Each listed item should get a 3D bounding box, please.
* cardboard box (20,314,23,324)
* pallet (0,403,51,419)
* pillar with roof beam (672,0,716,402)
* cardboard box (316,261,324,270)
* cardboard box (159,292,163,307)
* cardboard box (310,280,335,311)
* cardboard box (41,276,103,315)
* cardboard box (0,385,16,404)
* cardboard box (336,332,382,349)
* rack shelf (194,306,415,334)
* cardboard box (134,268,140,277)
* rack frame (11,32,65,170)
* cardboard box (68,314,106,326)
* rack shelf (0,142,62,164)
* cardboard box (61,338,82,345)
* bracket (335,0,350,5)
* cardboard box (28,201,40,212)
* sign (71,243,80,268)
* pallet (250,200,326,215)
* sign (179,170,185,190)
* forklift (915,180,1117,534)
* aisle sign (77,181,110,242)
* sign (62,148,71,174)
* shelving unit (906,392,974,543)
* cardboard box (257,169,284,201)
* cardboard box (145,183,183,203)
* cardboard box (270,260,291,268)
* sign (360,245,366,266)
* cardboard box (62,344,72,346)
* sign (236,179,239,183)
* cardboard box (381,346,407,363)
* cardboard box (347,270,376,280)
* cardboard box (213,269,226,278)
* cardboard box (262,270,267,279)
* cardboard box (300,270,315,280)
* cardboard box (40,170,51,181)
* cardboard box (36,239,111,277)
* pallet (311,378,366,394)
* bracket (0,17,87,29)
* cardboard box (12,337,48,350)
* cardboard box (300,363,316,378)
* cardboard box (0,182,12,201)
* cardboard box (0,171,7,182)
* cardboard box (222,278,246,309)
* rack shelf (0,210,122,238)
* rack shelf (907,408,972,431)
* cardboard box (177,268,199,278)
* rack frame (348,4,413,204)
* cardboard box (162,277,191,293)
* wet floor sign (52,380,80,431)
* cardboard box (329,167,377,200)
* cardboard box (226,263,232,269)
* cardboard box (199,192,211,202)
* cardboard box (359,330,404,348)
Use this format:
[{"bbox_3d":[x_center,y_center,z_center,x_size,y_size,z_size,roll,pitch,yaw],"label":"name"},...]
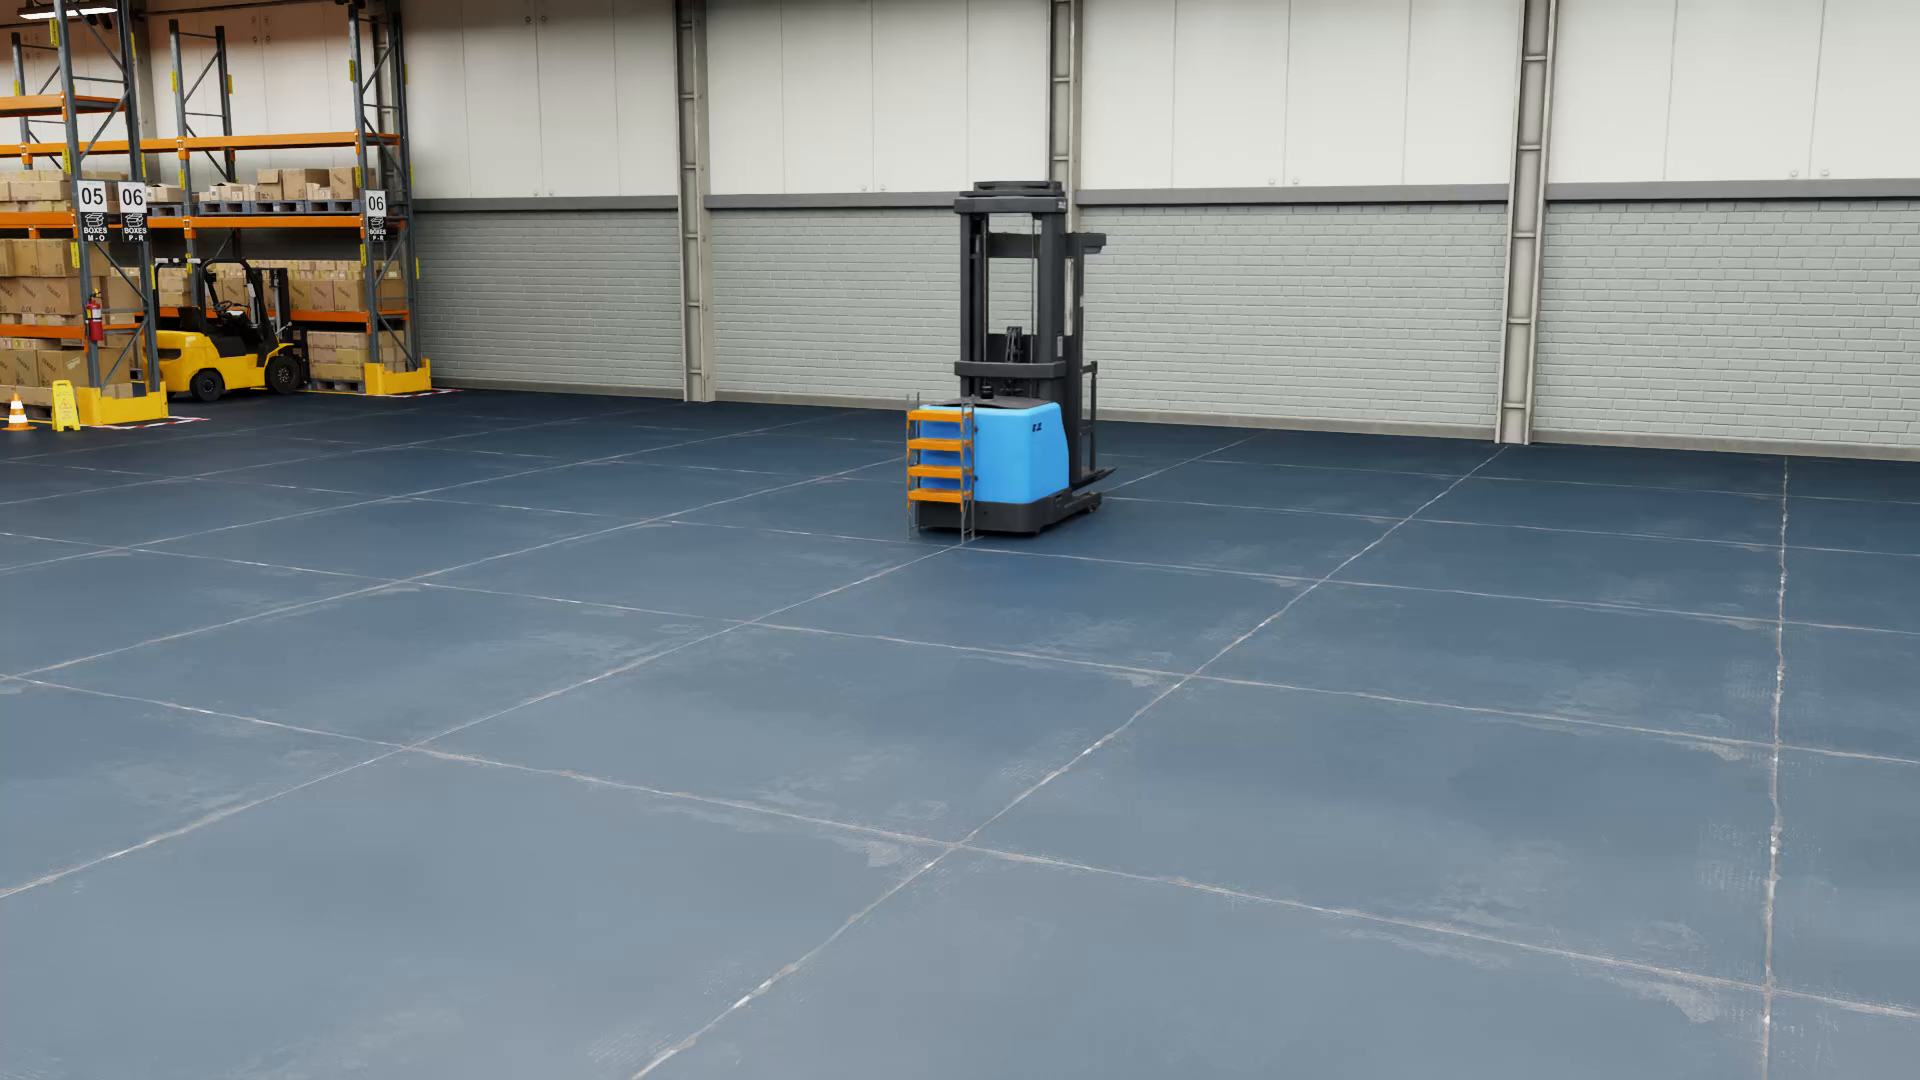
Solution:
[{"bbox_3d":[-12.682,-3.054,22.886,0.250,0.149,0.380,5,11,27],"label":"cardboard box"},{"bbox_3d":[-13.214,-1.898,23.624,1.213,0.211,1.003,5,11,26],"label":"pallet"},{"bbox_3d":[-5.900,-5.882,20.960,0.400,9.000,9.100,5,11,26],"label":"pillar with roof beam"},{"bbox_3d":[-10.236,-4.463,27.028,0.250,0.149,0.380,5,11,26],"label":"cardboard box"},{"bbox_3d":[-13.758,-4.169,28.765,0.500,0.250,0.500,5,11,25],"label":"cardboard box"},{"bbox_3d":[-10.169,-3.980,27.015,0.500,0.500,0.500,5,12,28],"label":"cardboard box"},{"bbox_3d":[-11.952,-3.292,22.383,0.500,0.500,0.500,5,11,25],"label":"cardboard box"},{"bbox_3d":[-13.120,-2.055,23.203,0.500,0.250,0.500,5,11,24],"label":"cardboard box"},{"bbox_3d":[-9.701,-3.223,26.851,0.500,0.250,0.500,5,12,28],"label":"cardboard box"},{"bbox_3d":[-10.944,-3.695,27.742,4.000,0.370,1.077,5,11,26],"label":"rack shelf"},{"bbox_3d":[-14.079,-4.642,28.851,0.250,0.149,0.380,5,11,24],"label":"cardboard box"},{"bbox_3d":[-16.324,-7.474,29.756,0.127,3.000,1.000,5,11,26],"label":"rack frame"},{"bbox_3d":[-11.773,-2.970,22.422,0.250,0.149,0.380,5,12,28],"label":"cardboard box"},{"bbox_3d":[-18.118,-7.080,30.727,4.000,0.370,1.077,5,11,26],"label":"rack shelf"},{"bbox_3d":[-15.771,-3.508,30.181,0.625,0.625,0.875,5,12,28],"label":"cardboard box"},{"bbox_3d":[-9.905,-8.789,26.919,0.430,0.232,0.235,5,11,26],"label":"bracket"},{"bbox_3d":[-12.248,-4.475,22.315,0.250,0.149,0.380,5,12,28],"label":"cardboard box"},{"bbox_3d":[-11.607,-3.736,21.813,0.005,0.325,0.100,5,11,26],"label":"sign"},{"bbox_3d":[-10.871,-5.479,27.409,1.213,0.211,1.003,5,11,26],"label":"pallet"},{"bbox_3d":[-12.969,-6.004,27.725,0.005,0.325,0.100,5,11,26],"label":"sign"},{"bbox_3d":[0.655,-1.711,14.957,1.130,2.935,3.031,4,11,22],"label":"forklift"},{"bbox_3d":[-11.416,-4.326,21.911,0.004,0.787,0.394,5,11,26],"label":"aisle sign"},{"bbox_3d":[-11.607,-4.923,21.599,0.005,0.325,0.100,5,11,26],"label":"sign"},{"bbox_3d":[-0.160,-0.599,13.671,0.503,1.200,0.258,4,11,22],"label":"shelving unit"},{"bbox_3d":[-11.037,-5.819,27.285,0.637,0.503,0.797,5,12,28],"label":"cardboard box"},{"bbox_3d":[-13.494,-5.912,28.344,0.500,0.311,0.500,5,11,24],"label":"cardboard box"},{"bbox_3d":[-11.161,-4.543,27.472,0.250,0.149,0.380,5,11,26],"label":"cardboard box"},{"bbox_3d":[-9.403,-4.492,26.210,0.005,0.325,0.100,5,11,26],"label":"sign"},{"bbox_3d":[-12.883,-2.512,23.621,0.500,0.500,0.500,5,12,27],"label":"cardboard box"},{"bbox_3d":[-12.493,-6.064,28.719,0.005,0.325,0.100,5,11,26],"label":"sign"},{"bbox_3d":[-9.480,-3.061,27.358,0.500,0.250,0.500,5,12,27],"label":"cardboard box"},{"bbox_3d":[-9.585,-4.242,26.644,0.250,0.149,0.380,5,11,27],"label":"cardboard box"},{"bbox_3d":[-12.335,-4.487,28.000,0.250,0.149,0.380,5,12,27],"label":"cardboard box"},{"bbox_3d":[-11.433,-4.402,27.529,0.250,0.149,0.380,5,11,24],"label":"cardboard box"},{"bbox_3d":[-10.511,-4.323,27.089,0.250,0.149,0.380,5,11,24],"label":"cardboard box"},{"bbox_3d":[-11.991,-4.849,22.143,0.250,0.149,0.380,5,12,27],"label":"cardboard box"},{"bbox_3d":[-11.898,-3.791,22.331,0.500,0.500,0.700,5,11,24],"label":"cardboard box"},{"bbox_3d":[-9.854,-2.573,27.352,1.213,0.211,1.003,5,11,26],"label":"pallet"},{"bbox_3d":[-17.596,-9.465,30.653,4.783,0.066,0.076,5,11,26],"label":"bracket"},{"bbox_3d":[-12.760,-2.700,22.840,0.250,0.149,0.380,5,12,27],"label":"cardboard box"},{"bbox_3d":[-10.598,-2.813,27.391,0.500,0.250,0.500,5,11,26],"label":"cardboard box"},{"bbox_3d":[-12.839,-4.724,22.572,0.500,0.250,0.500,5,12,27],"label":"cardboard box"},{"bbox_3d":[-12.872,-4.939,22.644,0.250,0.149,0.380,5,11,24],"label":"cardboard box"},{"bbox_3d":[-11.980,-4.140,27.904,0.500,0.500,0.500,5,12,27],"label":"cardboard box"},{"bbox_3d":[-13.137,-4.378,23.093,4.000,0.370,1.077,5,11,26],"label":"rack shelf"},{"bbox_3d":[-0.160,-0.986,13.601,0.480,0.148,0.258,4,11,22],"label":"rack shelf"},{"bbox_3d":[-13.142,-4.566,28.435,0.250,0.149,0.380,5,12,28],"label":"cardboard box"},{"bbox_3d":[-9.150,-6.843,26.273,0.127,3.000,1.000,5,11,26],"label":"rack frame"},{"bbox_3d":[-13.291,-4.376,28.506,0.500,0.250,0.500,5,11,25],"label":"cardboard box"},{"bbox_3d":[-11.646,-1.754,21.608,0.267,0.644,0.232,-10,14,-43],"label":"wet floor sign"},{"bbox_3d":[-9.655,-5.668,26.463,0.500,0.500,0.500,5,12,28],"label":"cardboard box"},{"bbox_3d":[-12.076,-4.624,27.918,0.250,0.149,0.380,5,11,25],"label":"cardboard box"},{"bbox_3d":[-12.469,-5.731,27.795,0.250,0.149,0.380,5,12,27],"label":"cardboard box"},{"bbox_3d":[-9.497,-3.305,27.302,0.500,0.250,0.500,5,11,25],"label":"cardboard box"}]
